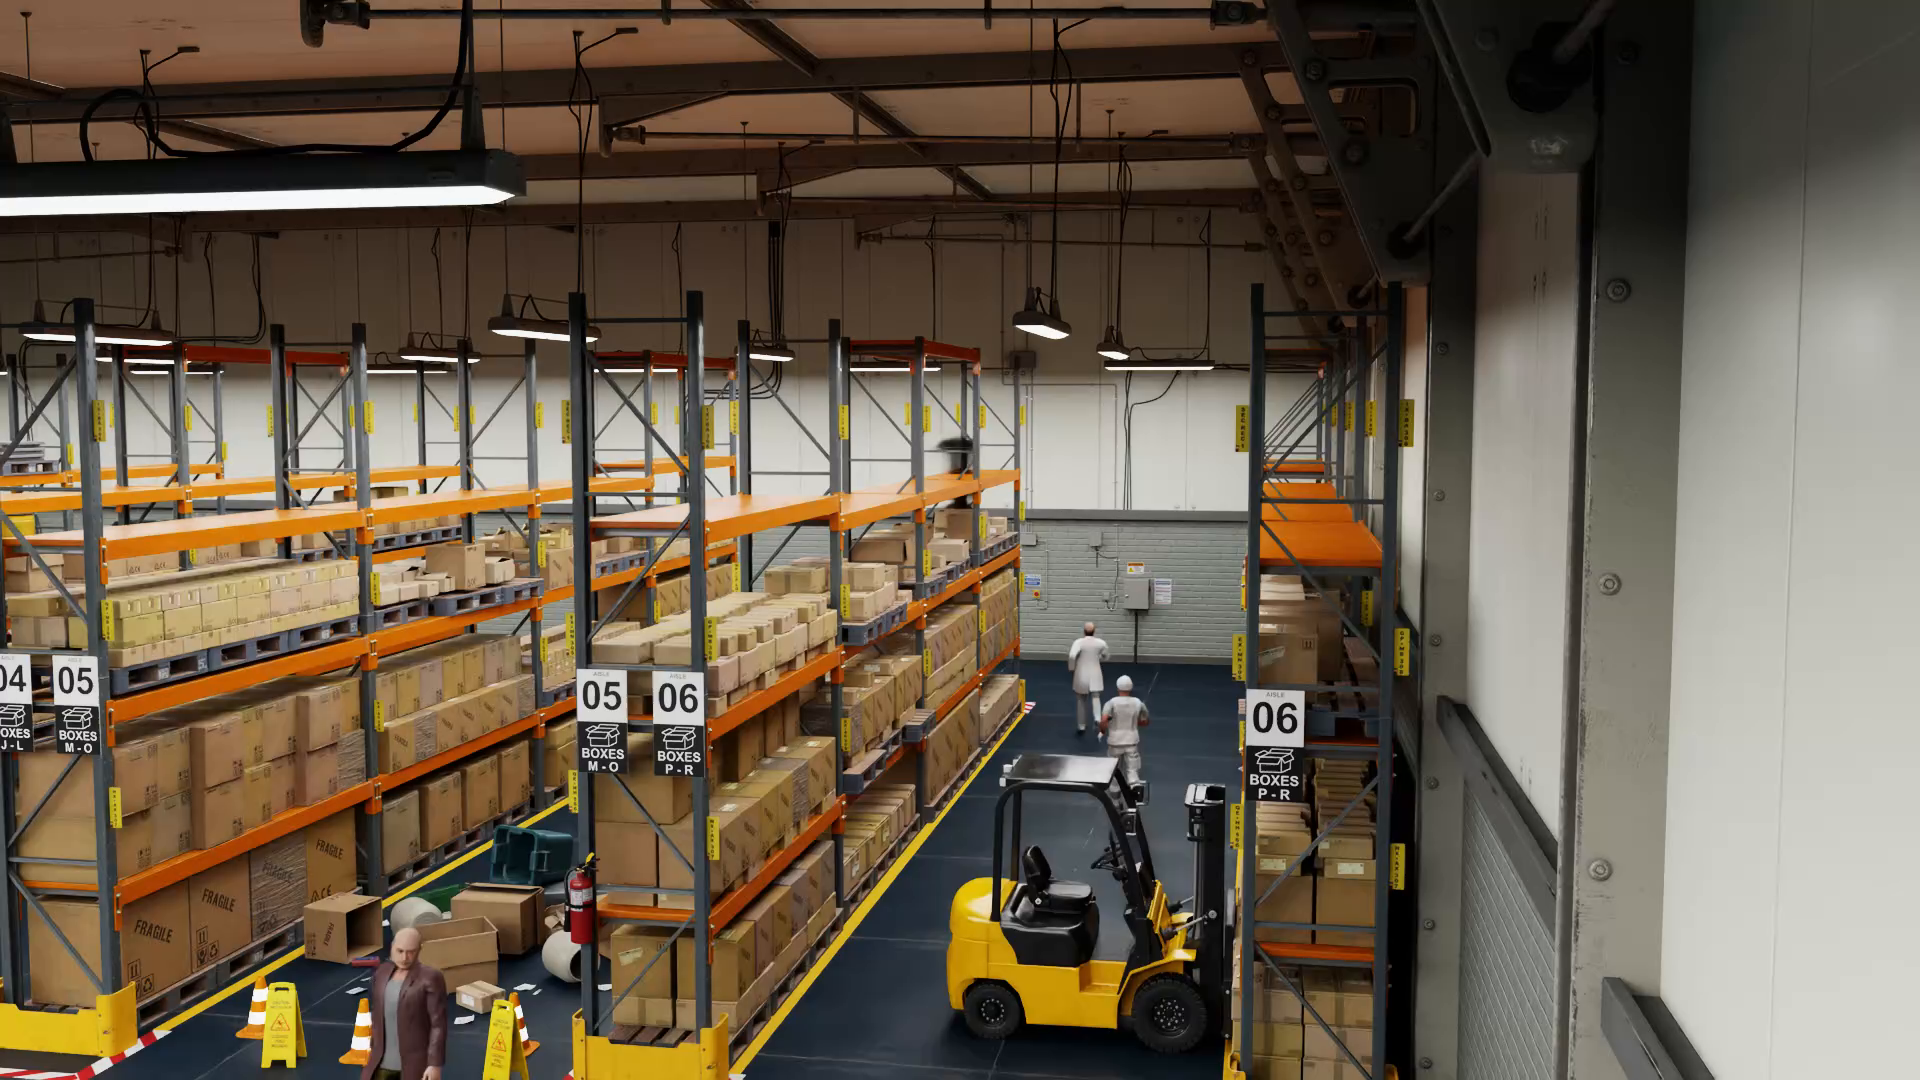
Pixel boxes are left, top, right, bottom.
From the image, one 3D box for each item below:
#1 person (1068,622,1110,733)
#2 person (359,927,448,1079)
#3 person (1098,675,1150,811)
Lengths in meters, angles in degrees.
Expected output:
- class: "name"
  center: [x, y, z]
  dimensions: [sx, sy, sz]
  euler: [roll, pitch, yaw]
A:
- class: "person"
  center: [2.021, 2.156, 26.122]
  dimensions: [0.698, 1.750, 1.063]
  euler: [0, 5, -4]
- class: "person"
  center: [-3.640, 3.392, 10.891]
  dimensions: [0.664, 1.770, 0.516]
  euler: [1, 5, 12]
- class: "person"
  center: [2.061, 2.572, 20.909]
  dimensions: [0.658, 1.765, 0.992]
  euler: [0, 5, -2]
